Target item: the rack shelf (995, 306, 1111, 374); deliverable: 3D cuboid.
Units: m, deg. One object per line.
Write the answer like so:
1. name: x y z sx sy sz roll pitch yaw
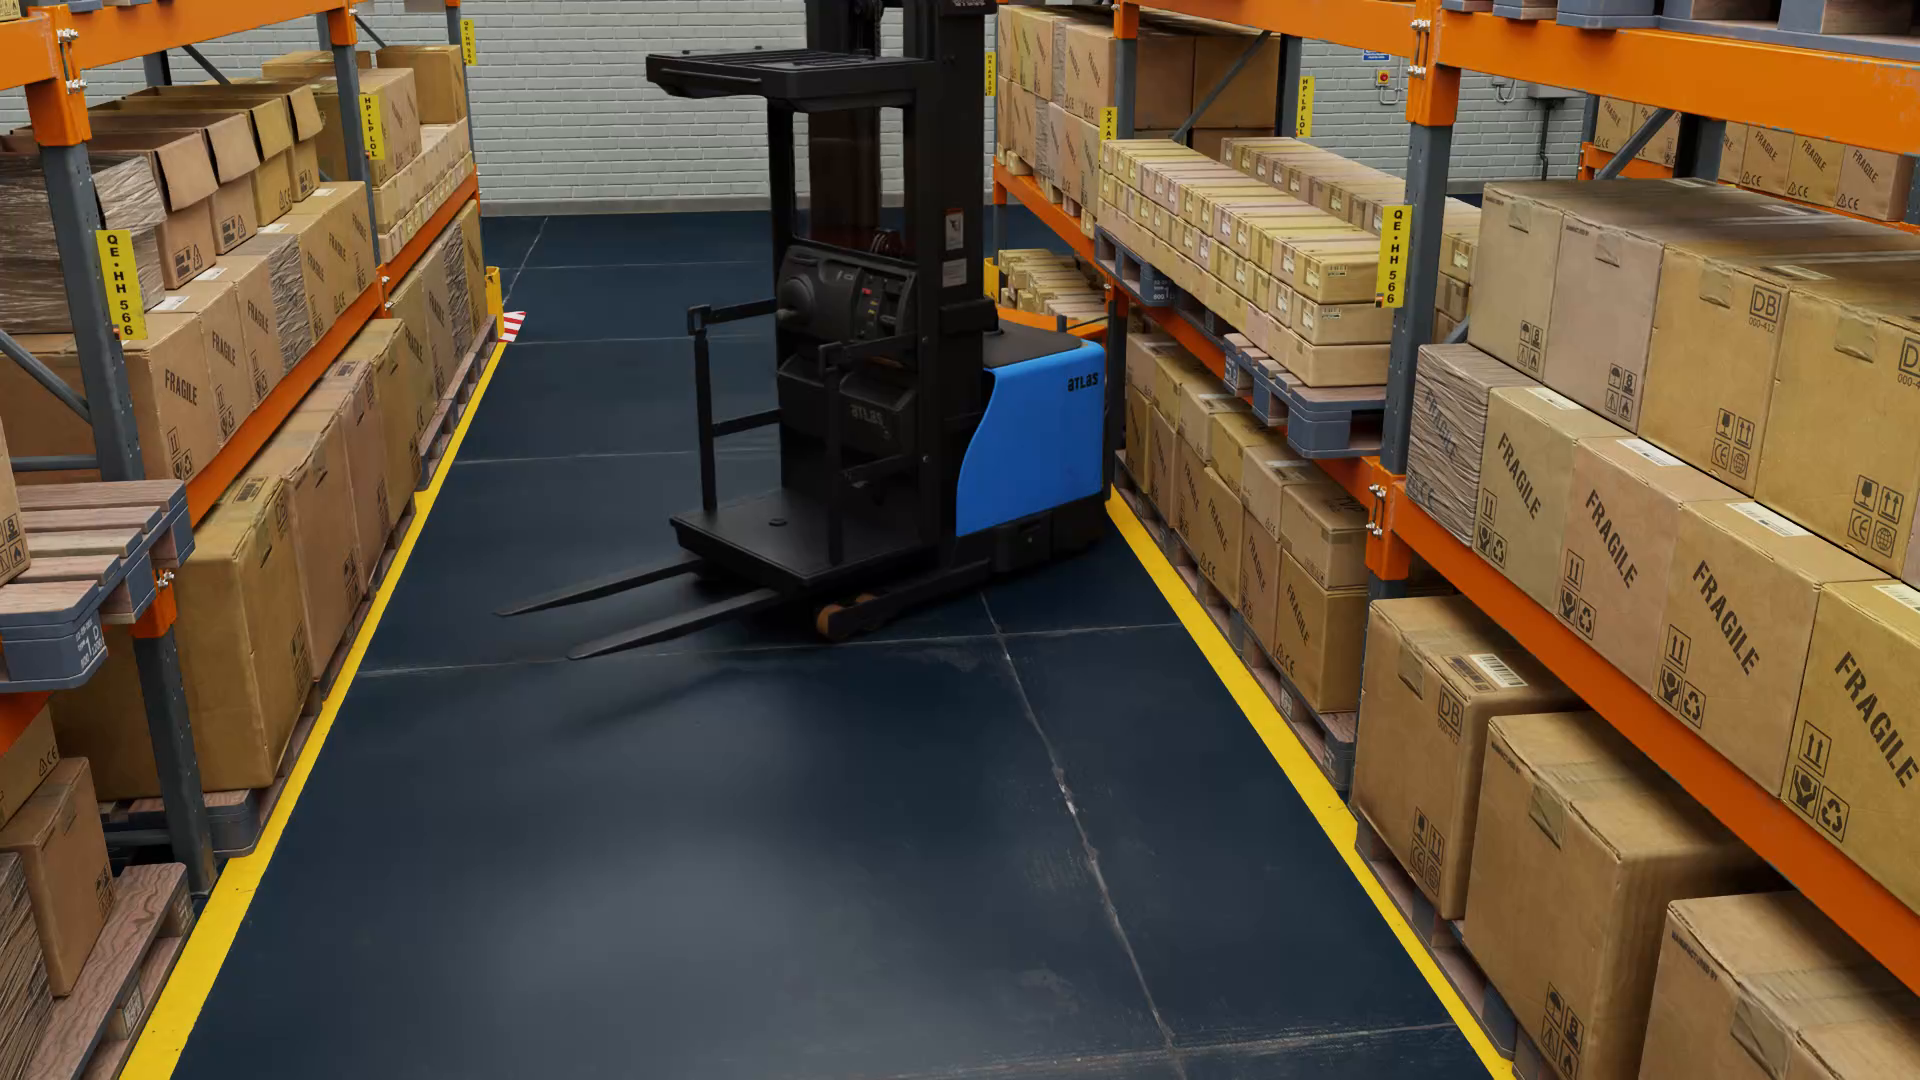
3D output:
1. rack shelf: 0.288 -1.087 9.181 1.000 0.278 0.538 16 26 37

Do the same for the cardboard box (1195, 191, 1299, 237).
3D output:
1. cardboard box: 1.212 -1.379 7.030 0.380 0.149 0.250 -2 21 -5

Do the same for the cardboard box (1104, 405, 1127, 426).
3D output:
1. cardboard box: 0.950 -0.792 10.023 0.380 0.149 0.250 -3 21 -7

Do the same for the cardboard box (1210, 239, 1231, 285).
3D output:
1. cardboard box: 1.249 -1.150 6.841 0.380 0.149 0.250 -3 21 -8

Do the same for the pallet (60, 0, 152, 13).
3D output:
1. pallet: -3.148 -1.749 5.094 1.213 0.211 1.003 -2 21 -5

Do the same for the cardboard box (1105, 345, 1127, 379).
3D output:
1. cardboard box: 1.035 -1.062 9.896 0.380 0.149 0.250 -2 21 -6

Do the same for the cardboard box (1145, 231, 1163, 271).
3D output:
1. cardboard box: 1.095 -1.374 7.866 0.380 0.149 0.250 -4 21 -10

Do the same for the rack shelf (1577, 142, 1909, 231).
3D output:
1. rack shelf: 5.939 -2.452 12.022 1.077 0.370 4.000 -3 21 -8

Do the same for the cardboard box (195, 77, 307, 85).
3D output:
1. cardboard box: -3.978 -2.336 9.402 0.500 0.500 0.500 -3 21 -7

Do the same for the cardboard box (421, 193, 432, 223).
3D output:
1. cardboard box: -3.480 -2.047 10.269 0.380 0.149 0.250 -3 21 -7

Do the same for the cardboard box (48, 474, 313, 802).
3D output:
1. cardboard box: -3.081 0.347 5.937 1.225 0.875 0.875 -4 21 -10

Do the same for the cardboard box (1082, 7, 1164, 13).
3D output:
1. cardboard box: 1.152 -3.530 11.883 0.500 0.500 0.500 -4 21 -10

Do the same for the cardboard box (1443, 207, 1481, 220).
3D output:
1. cardboard box: 1.935 -1.224 6.615 0.380 0.149 0.250 -4 21 -10

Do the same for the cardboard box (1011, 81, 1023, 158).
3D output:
1. cardboard box: 0.661 -3.030 11.972 0.500 0.500 0.500 -3 21 -8

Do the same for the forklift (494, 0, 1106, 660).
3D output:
1. forklift: -0.688 -1.120 7.527 3.031 2.935 1.130 -18 27 -39

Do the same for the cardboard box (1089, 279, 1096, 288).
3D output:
1. cardboard box: 1.110 -1.936 12.661 0.380 0.149 0.250 -3 21 -9

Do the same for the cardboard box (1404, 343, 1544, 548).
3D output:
1. cardboard box: 1.718 -0.305 5.102 0.500 0.500 0.500 -3 21 -7

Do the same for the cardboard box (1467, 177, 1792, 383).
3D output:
1. cardboard box: 1.975 -0.786 4.962 0.700 0.500 0.500 -3 21 -8

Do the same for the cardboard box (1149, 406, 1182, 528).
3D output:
1. cardboard box: 1.266 -0.385 8.433 0.500 0.500 0.500 -2 21 -5

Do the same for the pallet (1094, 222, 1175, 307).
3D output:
1. pallet: 1.310 -1.450 8.585 1.003 0.211 1.213 -3 21 -8

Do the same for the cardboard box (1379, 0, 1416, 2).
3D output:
1. cardboard box: 1.586 -2.064 5.525 0.500 0.500 0.500 -3 21 -8

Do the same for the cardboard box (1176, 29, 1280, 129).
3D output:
1. cardboard box: 1.520 -2.635 9.487 0.500 0.500 0.500 -2 21 -6

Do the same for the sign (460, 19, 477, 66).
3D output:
1. sign: -3.617 -3.658 12.228 0.100 0.325 0.005 -3 21 -8

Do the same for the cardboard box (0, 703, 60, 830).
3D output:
1. cardboard box: -2.876 0.632 4.608 0.500 0.250 0.500 -2 21 -6

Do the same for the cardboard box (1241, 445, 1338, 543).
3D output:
1. cardboard box: 1.479 -0.202 6.870 0.500 0.250 0.500 -3 21 -7

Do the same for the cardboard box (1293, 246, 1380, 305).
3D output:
1. cardboard box: 1.396 -0.931 5.831 0.380 0.149 0.250 -4 21 -10

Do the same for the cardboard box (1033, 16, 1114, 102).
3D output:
1. cardboard box: 0.778 -3.151 10.868 0.500 0.500 0.500 -4 21 -9

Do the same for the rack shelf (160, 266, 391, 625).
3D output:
1. rack shelf: -3.291 -0.567 6.976 1.077 0.370 4.000 -3 21 -8

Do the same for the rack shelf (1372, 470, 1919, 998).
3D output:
1. rack shelf: 2.209 0.603 3.844 1.077 0.370 4.000 -3 21 -8

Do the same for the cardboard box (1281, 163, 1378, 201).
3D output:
1. cardboard box: 1.740 -1.682 7.840 0.380 0.149 0.250 -4 21 -10

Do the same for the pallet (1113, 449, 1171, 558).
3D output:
1. pallet: 1.457 -0.236 9.046 1.003 0.211 1.213 -3 21 -8

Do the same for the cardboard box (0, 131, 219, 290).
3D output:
1. cardboard box: -3.183 -1.208 6.087 0.797 0.503 0.637 -2 21 -6

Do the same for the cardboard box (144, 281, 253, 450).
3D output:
1. cardboard box: -2.880 -0.619 5.944 0.500 0.500 0.500 -3 21 -9

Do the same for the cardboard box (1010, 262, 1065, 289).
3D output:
1. cardboard box: 0.575 -1.955 12.288 0.380 0.149 0.250 -3 21 -8

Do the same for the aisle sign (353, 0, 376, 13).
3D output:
1. aisle sign: -4.463 -4.209 11.983 0.394 0.787 0.004 -3 21 -8

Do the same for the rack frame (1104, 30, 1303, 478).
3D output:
1. rack frame: 1.344 -1.812 9.280 1.000 3.000 0.127 -3 21 -8

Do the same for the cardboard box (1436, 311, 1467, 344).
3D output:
1. cardboard box: 2.017 -0.764 6.233 0.380 0.149 0.250 -2 21 -5

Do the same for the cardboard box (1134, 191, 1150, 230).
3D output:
1. cardboard box: 1.060 -1.602 8.051 0.380 0.149 0.250 -4 21 -10

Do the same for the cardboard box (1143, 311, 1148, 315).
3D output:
1. cardboard box: 1.417 -1.446 10.925 0.380 0.149 0.250 -2 21 -7

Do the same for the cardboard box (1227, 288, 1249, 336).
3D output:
1. cardboard box: 1.290 -0.915 6.638 0.380 0.149 0.250 -3 21 -8

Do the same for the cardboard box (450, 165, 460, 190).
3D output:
1. cardboard box: -3.669 -2.493 11.464 0.380 0.149 0.250 -3 21 -7

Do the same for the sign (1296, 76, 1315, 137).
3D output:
1. sign: 1.892 -2.383 9.156 0.100 0.325 0.005 -3 21 -8

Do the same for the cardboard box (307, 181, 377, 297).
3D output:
1. cardboard box: -3.242 -1.495 8.290 0.500 0.500 0.500 -3 21 -8

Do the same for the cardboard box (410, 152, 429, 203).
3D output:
1. cardboard box: -3.535 -2.193 10.090 0.500 0.250 0.500 -2 21 -6

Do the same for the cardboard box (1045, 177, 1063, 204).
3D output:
1. cardboard box: 0.774 -2.319 10.997 0.380 0.149 0.250 -3 21 -7

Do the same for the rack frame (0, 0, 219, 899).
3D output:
1. rack frame: -3.003 -0.212 4.996 1.000 3.000 0.127 -3 21 -8

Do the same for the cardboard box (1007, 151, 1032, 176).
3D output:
1. cardboard box: 0.553 -2.769 12.201 0.380 0.149 0.250 -4 21 -9

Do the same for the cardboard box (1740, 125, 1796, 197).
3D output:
1. cardboard box: 5.741 -2.642 11.360 0.500 0.500 0.500 -3 21 -9

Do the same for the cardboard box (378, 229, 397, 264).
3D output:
1. cardboard box: -3.293 -1.598 9.067 0.380 0.149 0.250 -3 21 -8

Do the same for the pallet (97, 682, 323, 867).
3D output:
1. pallet: -3.042 0.818 6.225 1.003 0.211 1.213 -3 21 -8

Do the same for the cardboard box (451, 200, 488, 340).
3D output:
1. cardboard box: -3.984 -1.965 12.128 0.875 0.875 0.875 -3 21 -8

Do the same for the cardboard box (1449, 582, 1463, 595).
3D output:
1. cardboard box: 2.071 0.290 6.626 0.500 0.500 0.500 -4 21 -10

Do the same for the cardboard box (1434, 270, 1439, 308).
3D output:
1. cardboard box: 1.966 -1.009 6.464 0.380 0.149 0.250 -4 21 -9

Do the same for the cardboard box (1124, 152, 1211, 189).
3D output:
1. cardboard box: 1.026 -1.825 8.224 0.380 0.149 0.250 -3 21 -7

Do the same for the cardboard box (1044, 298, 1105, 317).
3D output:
1. cardboard box: 0.774 -1.510 11.095 0.380 0.149 0.250 -4 21 -10

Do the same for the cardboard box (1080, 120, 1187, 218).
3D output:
1. cardboard box: 0.994 -2.151 9.621 0.500 0.500 0.500 -3 21 -8

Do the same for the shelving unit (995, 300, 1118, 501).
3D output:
1. shelving unit: 0.288 -0.812 9.284 1.048 1.125 0.538 16 26 37
